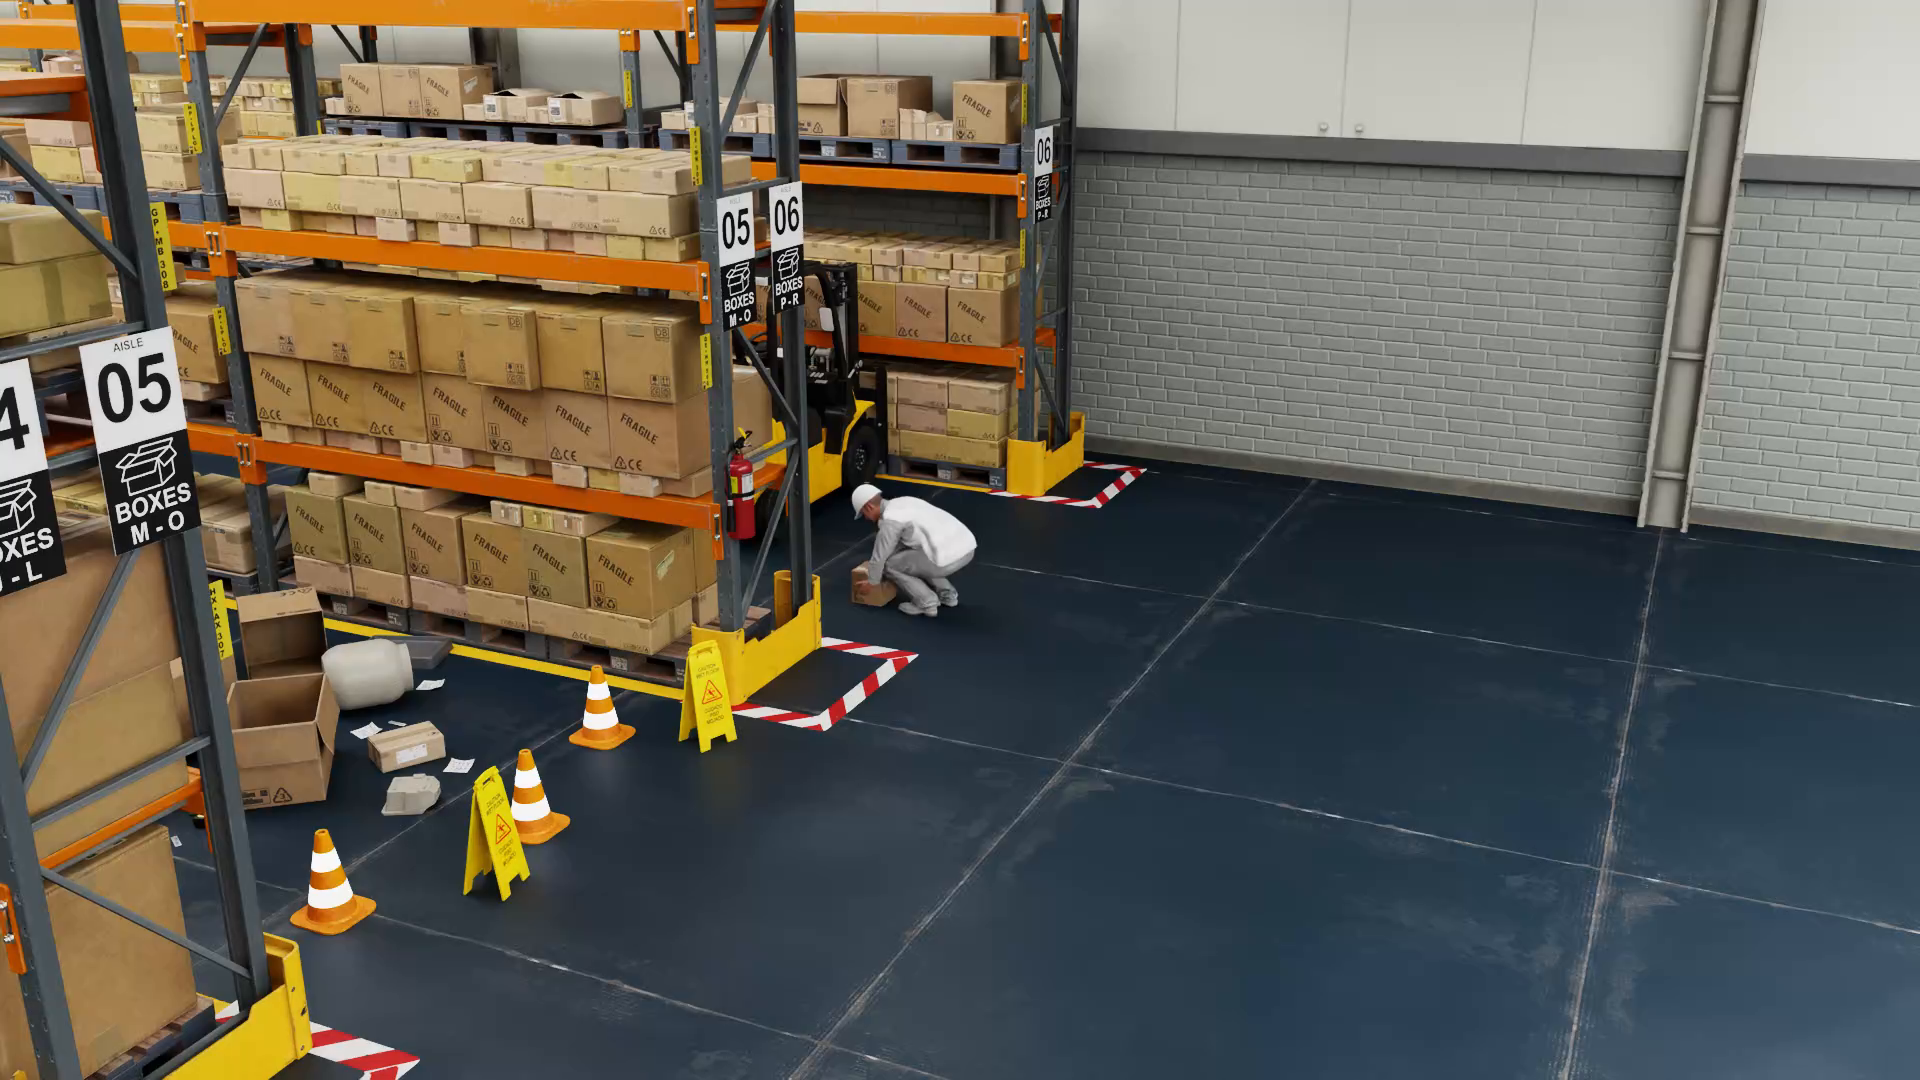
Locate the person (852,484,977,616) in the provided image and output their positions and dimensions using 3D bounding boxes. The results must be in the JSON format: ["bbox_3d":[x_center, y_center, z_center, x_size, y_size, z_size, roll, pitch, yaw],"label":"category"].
[{"bbox_3d":[-0.349,0.061,12.178,0.913,0.916,0.536,8,21,23],"label":"person"}]
